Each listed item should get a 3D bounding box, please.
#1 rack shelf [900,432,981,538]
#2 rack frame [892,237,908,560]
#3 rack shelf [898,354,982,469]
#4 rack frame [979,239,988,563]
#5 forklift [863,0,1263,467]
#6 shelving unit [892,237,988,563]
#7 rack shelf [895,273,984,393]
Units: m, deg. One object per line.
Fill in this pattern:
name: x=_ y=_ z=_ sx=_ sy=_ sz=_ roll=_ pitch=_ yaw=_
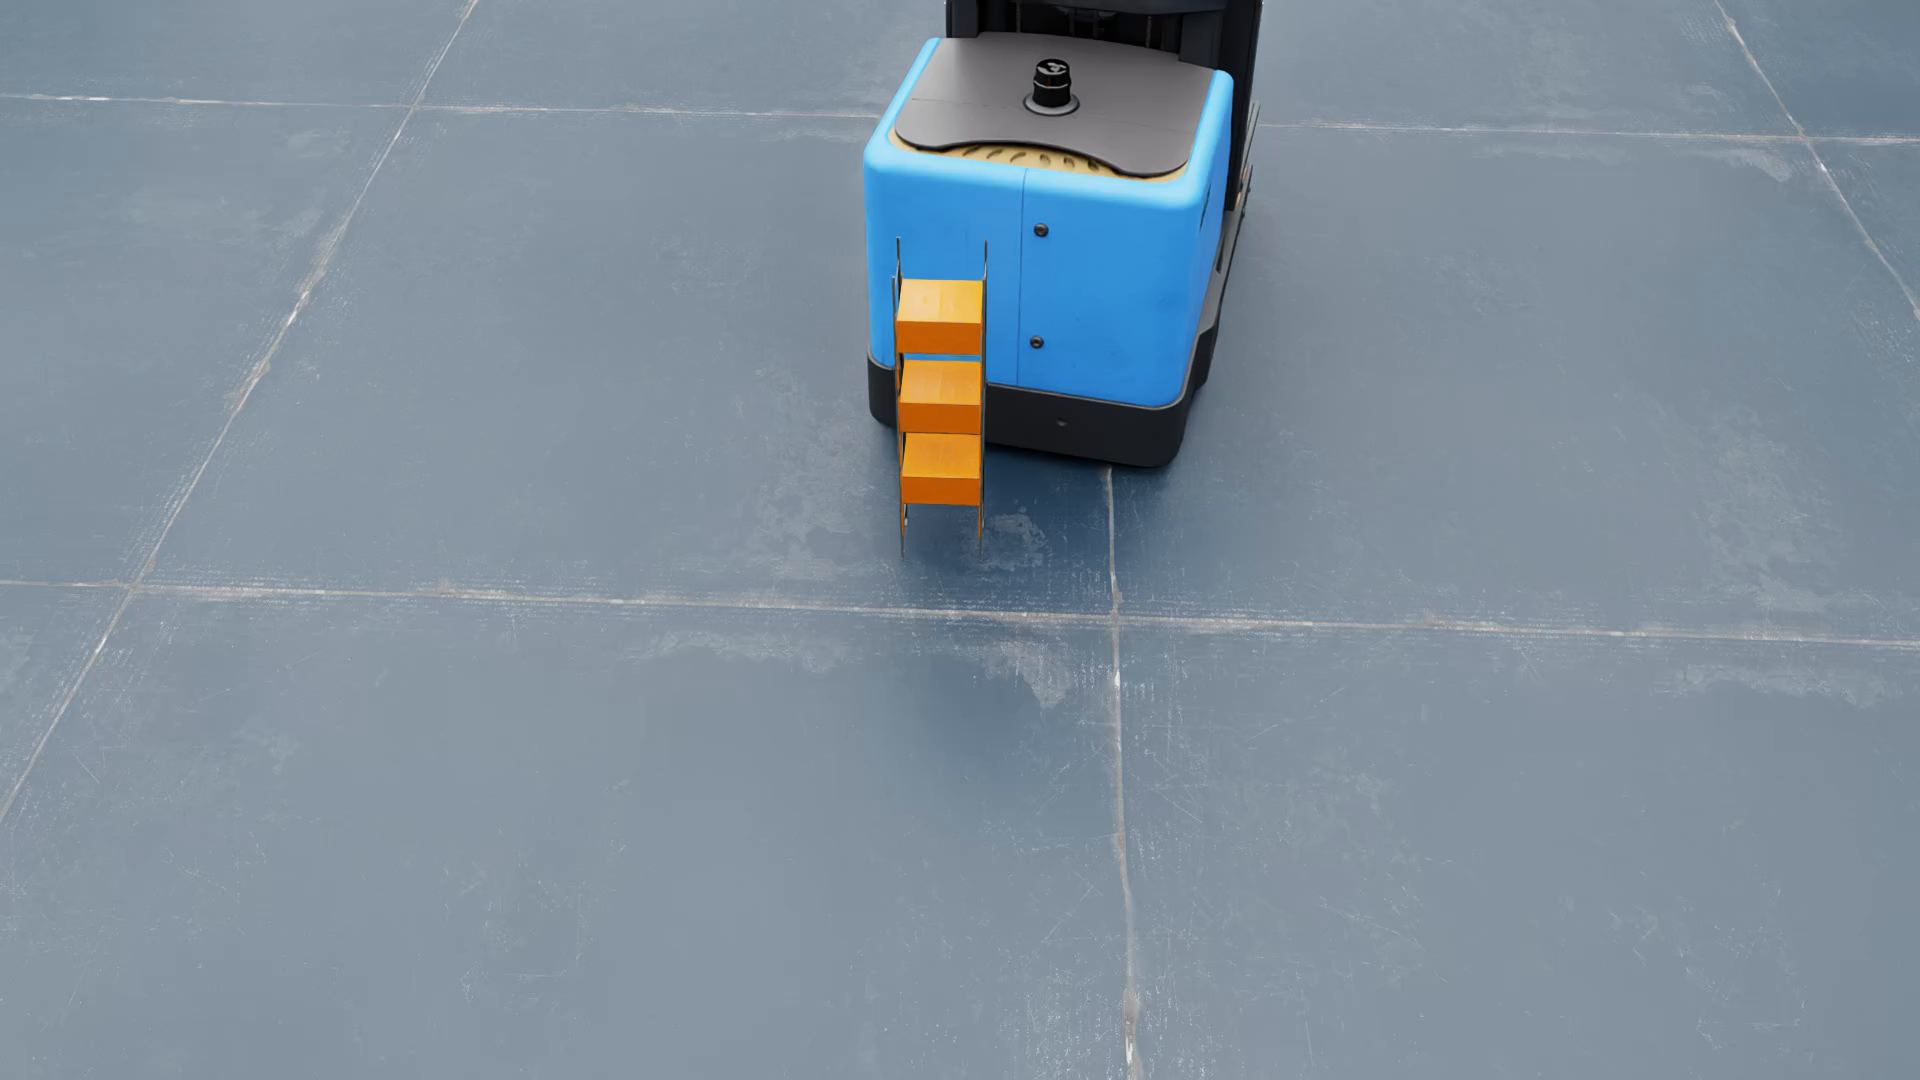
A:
rack shelf: x=-0.053 y=-0.175 z=5.091 sx=0.240 sy=0.259 sz=0.215 roll=2 pitch=43 yaw=2
rack frame: x=-0.175 y=-0.390 z=4.898 sx=0.008 sy=1.050 sz=0.200 roll=2 pitch=43 yaw=2
rack shelf: x=-0.053 y=-0.378 z=4.901 sx=0.240 sy=0.259 sz=0.215 roll=2 pitch=43 yaw=2
rack frame: x=0.068 y=-0.382 z=4.890 sx=0.008 sy=1.050 sz=0.200 roll=2 pitch=43 yaw=2
forklift: x=0.549 y=-2.329 z=5.599 sx=1.130 sy=2.935 sz=3.031 roll=10 pitch=44 yaw=10
shelving unit: x=-0.053 y=-0.386 z=4.894 sx=0.252 sy=1.050 sz=0.215 roll=2 pitch=43 yaw=2
rack shelf: x=-0.053 y=-0.586 z=4.708 sx=0.240 sy=0.259 sz=0.215 roll=2 pitch=43 yaw=2
